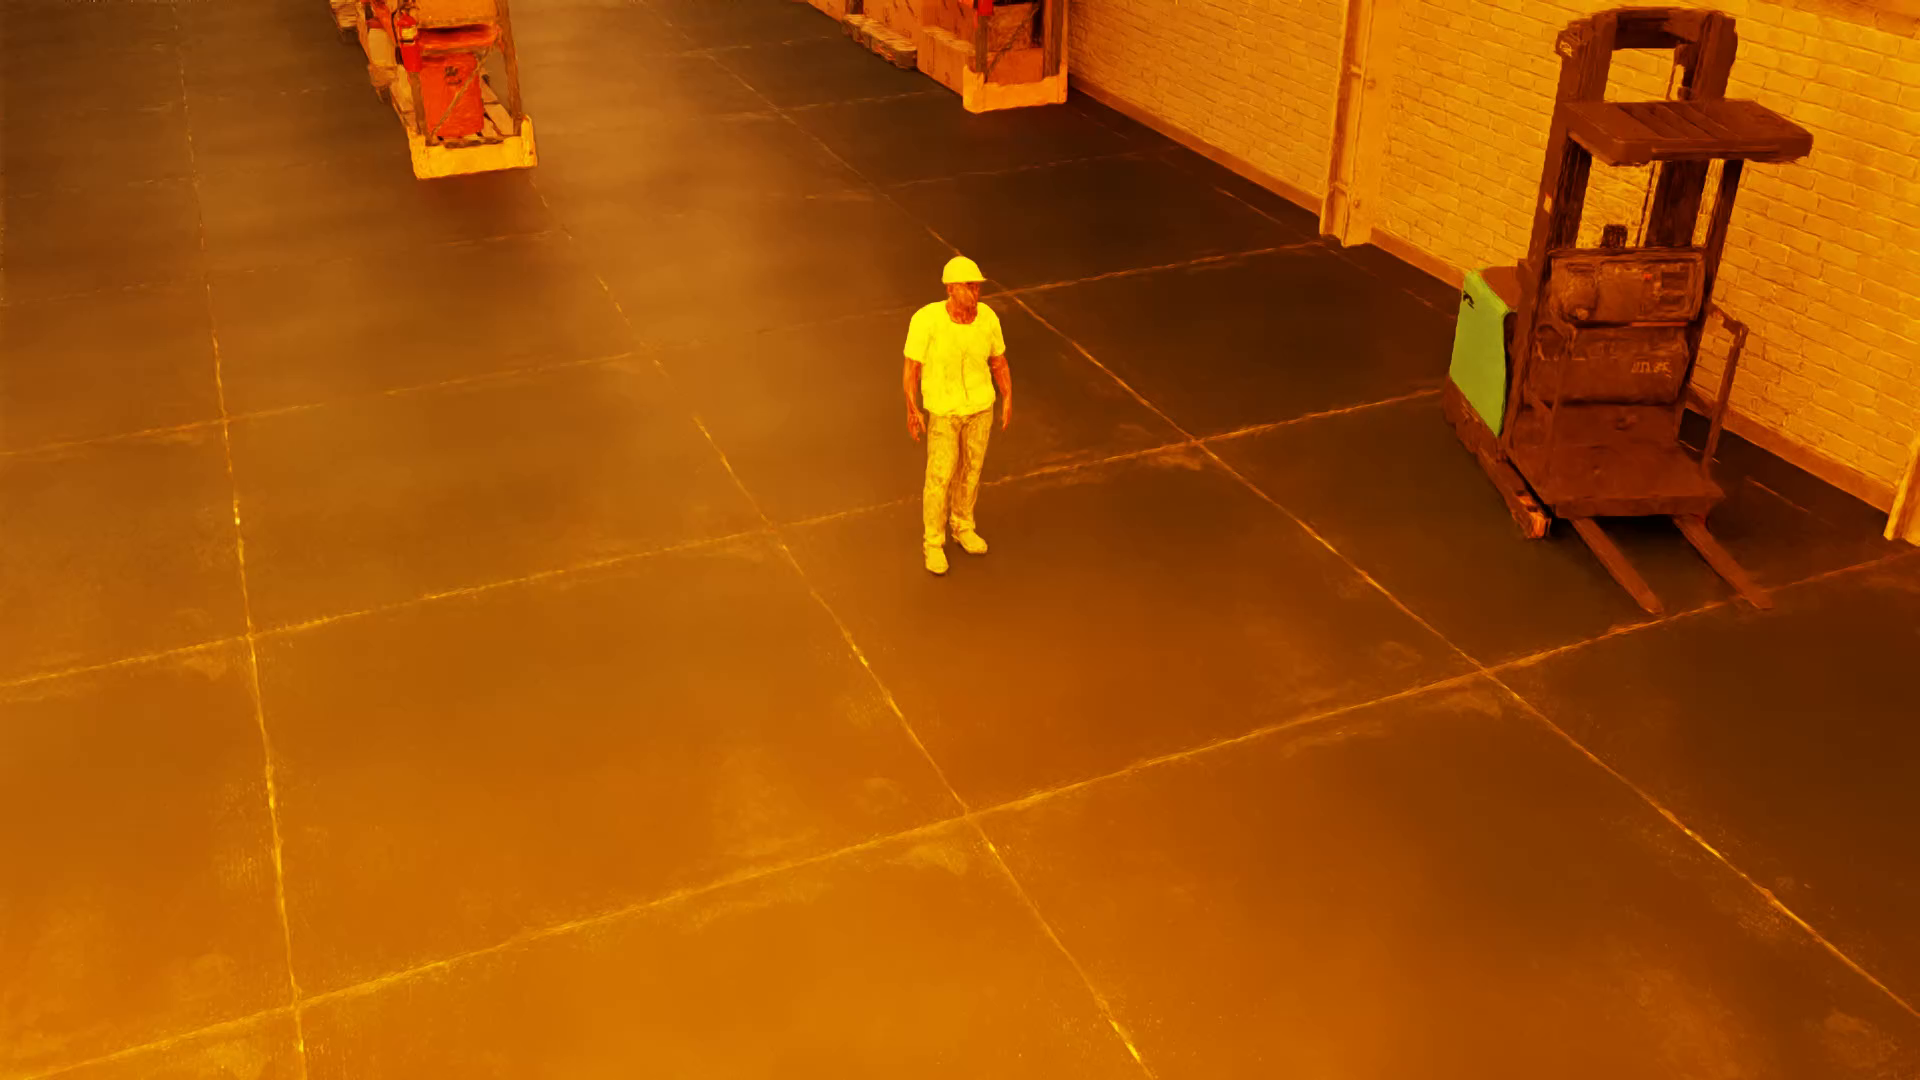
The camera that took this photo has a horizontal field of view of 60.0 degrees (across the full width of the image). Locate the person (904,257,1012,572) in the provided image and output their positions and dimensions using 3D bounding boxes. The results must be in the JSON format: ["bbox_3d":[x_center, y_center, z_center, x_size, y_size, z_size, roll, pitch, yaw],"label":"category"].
[{"bbox_3d":[0.023,-0.740,9.573,0.665,1.766,0.576,-12,32,-20],"label":"person"}]

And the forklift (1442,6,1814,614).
[{"bbox_3d":[3.959,-1.449,9.653,1.130,2.935,3.031,-2,30,-3],"label":"forklift"}]
